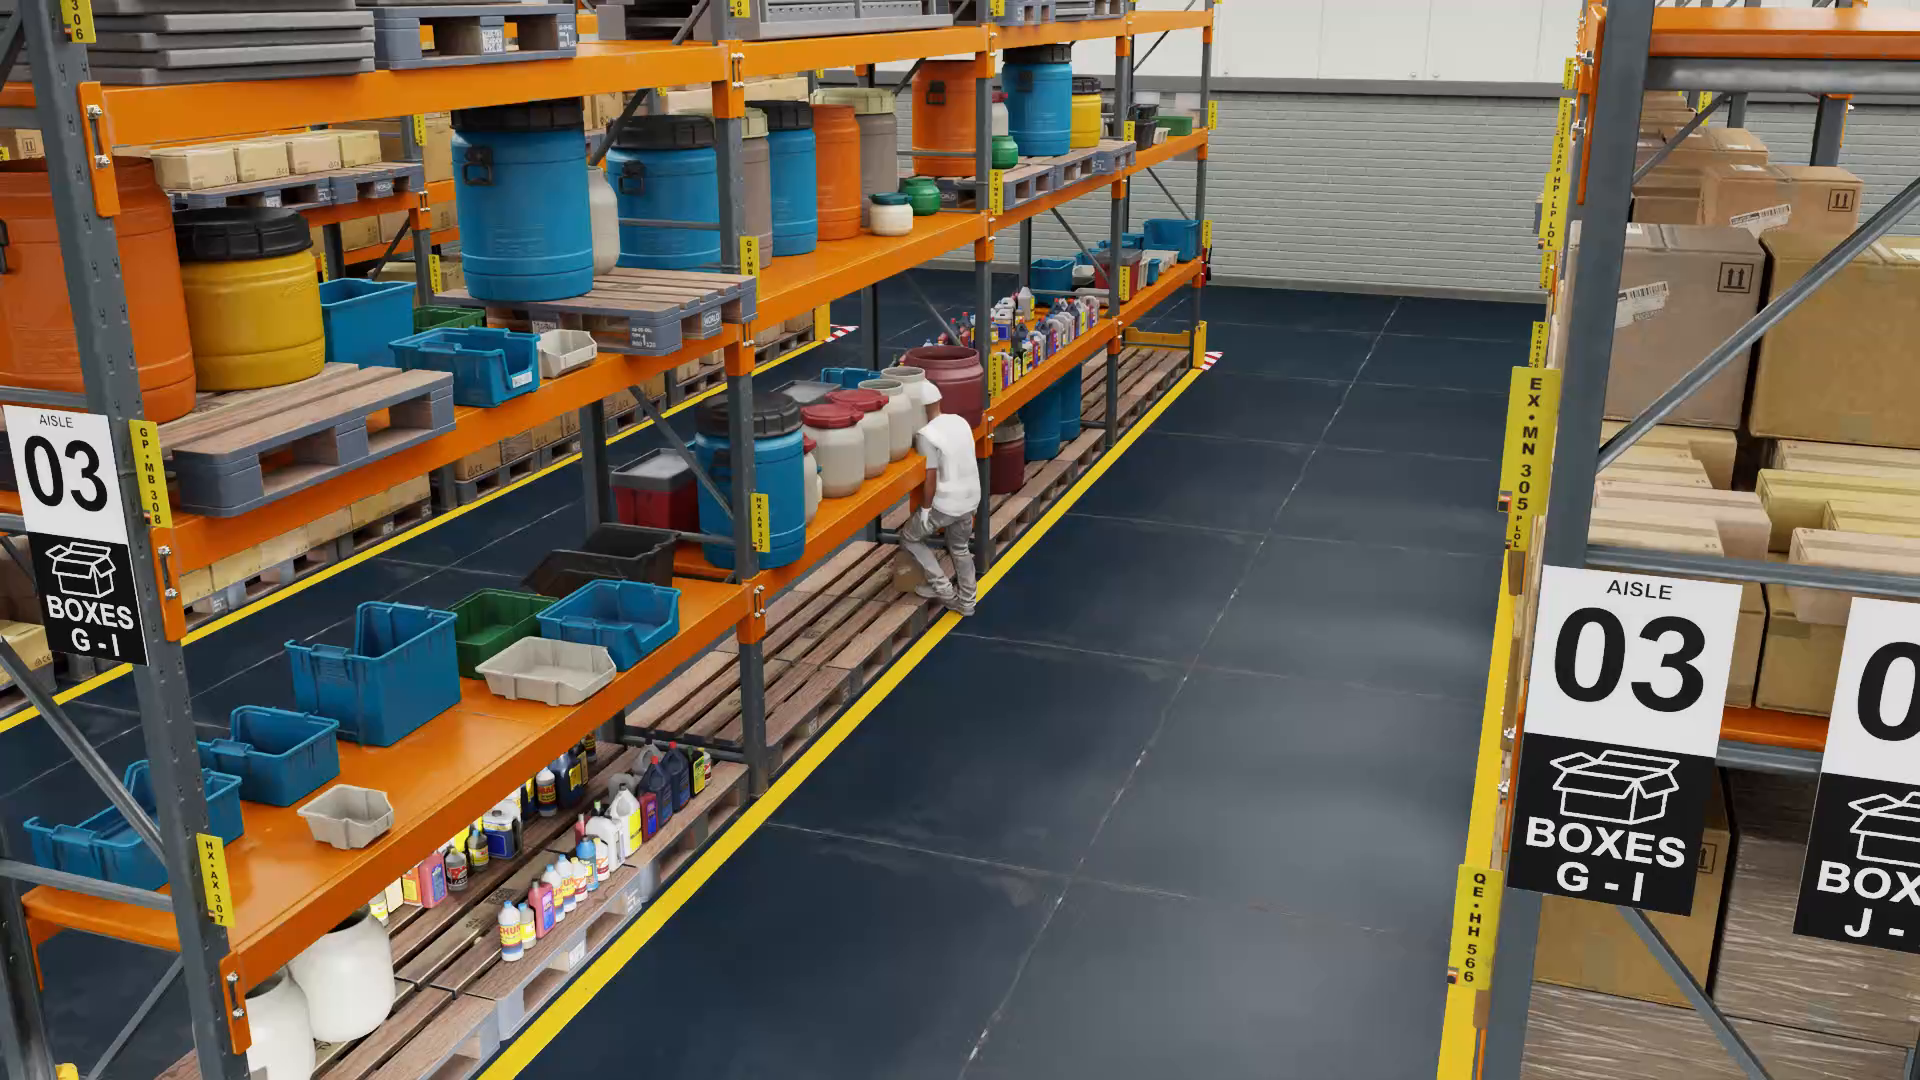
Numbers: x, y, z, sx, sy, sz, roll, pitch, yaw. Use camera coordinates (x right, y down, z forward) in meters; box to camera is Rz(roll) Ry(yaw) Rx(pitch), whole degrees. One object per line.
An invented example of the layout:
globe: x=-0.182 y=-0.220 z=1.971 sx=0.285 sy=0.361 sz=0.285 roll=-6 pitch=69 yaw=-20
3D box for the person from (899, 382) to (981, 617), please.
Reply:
person: x=-0.134 y=-0.262 z=11.864 sx=0.541 sy=1.751 sz=0.616 roll=13 pitch=22 yaw=34
